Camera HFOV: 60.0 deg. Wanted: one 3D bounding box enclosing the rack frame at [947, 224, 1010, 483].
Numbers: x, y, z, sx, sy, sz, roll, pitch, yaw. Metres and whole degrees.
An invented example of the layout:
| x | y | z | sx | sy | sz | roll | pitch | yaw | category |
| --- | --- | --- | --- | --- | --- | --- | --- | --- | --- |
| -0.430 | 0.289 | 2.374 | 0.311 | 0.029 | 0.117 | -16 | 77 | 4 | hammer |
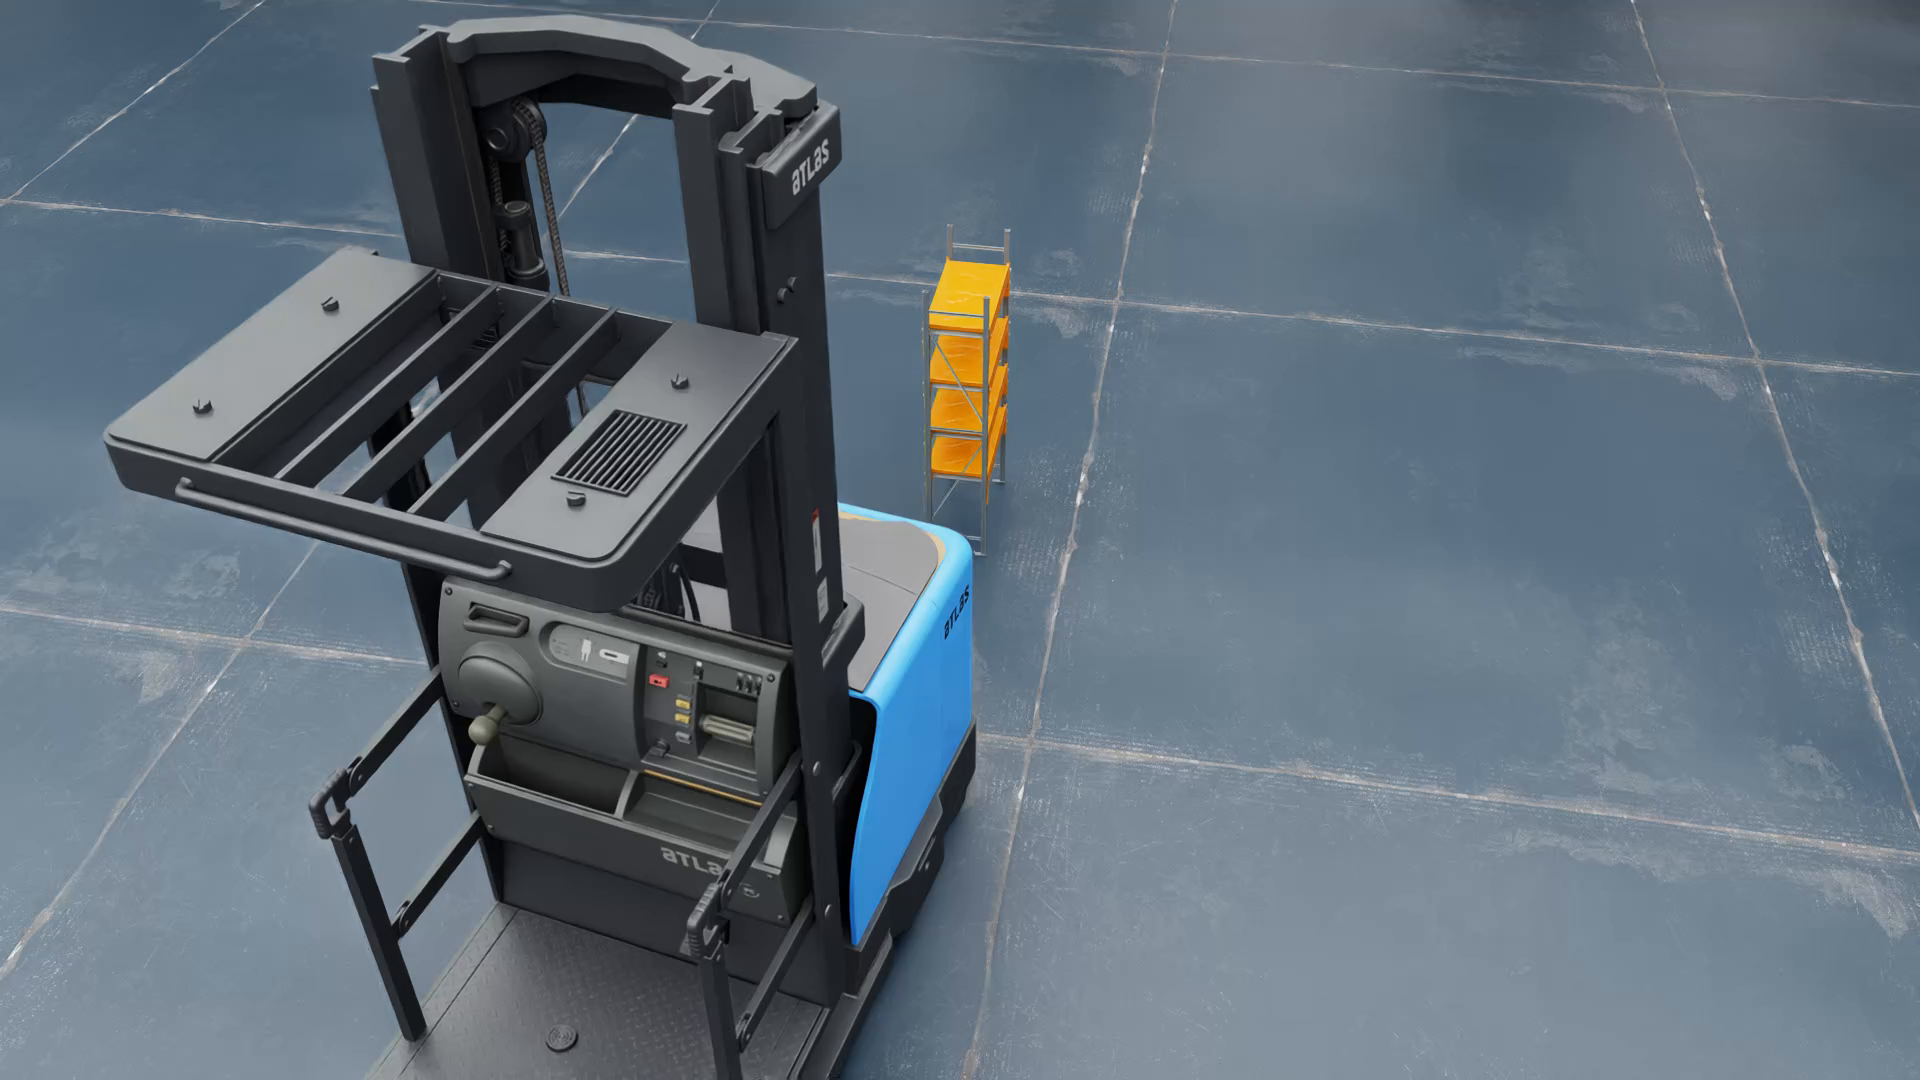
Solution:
| x | y | z | sx | sy | sz | roll | pitch | yaw | category |
| --- | --- | --- | --- | --- | --- | --- | --- | --- | --- |
| 0.071 | -0.719 | 6.679 | 0.240 | 1.200 | 0.015 | 6 | 40 | 8 | rack frame |

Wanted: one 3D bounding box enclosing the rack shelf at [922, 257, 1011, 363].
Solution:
| x | y | z | sx | sy | sz | roll | pitch | yaw | category |
| --- | --- | --- | --- | --- | --- | --- | --- | --- | --- |
| 0.029 | -0.869 | 6.243 | 0.258 | 0.148 | 0.480 | 6 | 40 | 8 | rack shelf |

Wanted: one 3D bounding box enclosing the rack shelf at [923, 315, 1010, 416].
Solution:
| x | y | z | sx | sy | sz | roll | pitch | yaw | category |
| --- | --- | --- | --- | --- | --- | --- | --- | --- | --- |
| 0.029 | -0.687 | 6.394 | 0.258 | 0.148 | 0.480 | 6 | 40 | 8 | rack shelf |

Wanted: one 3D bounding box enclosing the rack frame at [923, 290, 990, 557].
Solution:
| x | y | z | sx | sy | sz | roll | pitch | yaw | category |
| --- | --- | --- | --- | --- | --- | --- | --- | --- | --- |
| -0.014 | -0.413 | 6.308 | 0.240 | 1.200 | 0.015 | 6 | 40 | 8 | rack frame |

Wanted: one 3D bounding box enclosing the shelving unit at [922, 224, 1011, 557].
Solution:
| x | y | z | sx | sy | sz | roll | pitch | yaw | category |
| --- | --- | --- | --- | --- | --- | --- | --- | --- | --- |
| 0.029 | -0.566 | 6.493 | 0.258 | 1.200 | 0.503 | 6 | 40 | 8 | shelving unit |

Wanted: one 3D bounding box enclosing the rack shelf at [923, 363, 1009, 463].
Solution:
| x | y | z | sx | sy | sz | roll | pitch | yaw | category |
| --- | --- | --- | --- | --- | --- | --- | --- | --- | --- |
| 0.029 | -0.514 | 6.536 | 0.258 | 0.148 | 0.480 | 6 | 40 | 8 | rack shelf |

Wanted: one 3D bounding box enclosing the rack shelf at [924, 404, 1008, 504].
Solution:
| x | y | z | sx | sy | sz | roll | pitch | yaw | category |
| --- | --- | --- | --- | --- | --- | --- | --- | --- | --- |
| 0.029 | -0.361 | 6.663 | 0.258 | 0.148 | 0.480 | 6 | 40 | 8 | rack shelf |

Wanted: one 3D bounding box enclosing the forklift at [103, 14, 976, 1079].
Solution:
| x | y | z | sx | sy | sz | roll | pitch | yaw | category |
| --- | --- | --- | --- | --- | --- | --- | --- | --- | --- |
| -0.937 | 0.448 | 3.908 | 1.130 | 2.935 | 3.031 | 13 | 41 | 16 | forklift |
